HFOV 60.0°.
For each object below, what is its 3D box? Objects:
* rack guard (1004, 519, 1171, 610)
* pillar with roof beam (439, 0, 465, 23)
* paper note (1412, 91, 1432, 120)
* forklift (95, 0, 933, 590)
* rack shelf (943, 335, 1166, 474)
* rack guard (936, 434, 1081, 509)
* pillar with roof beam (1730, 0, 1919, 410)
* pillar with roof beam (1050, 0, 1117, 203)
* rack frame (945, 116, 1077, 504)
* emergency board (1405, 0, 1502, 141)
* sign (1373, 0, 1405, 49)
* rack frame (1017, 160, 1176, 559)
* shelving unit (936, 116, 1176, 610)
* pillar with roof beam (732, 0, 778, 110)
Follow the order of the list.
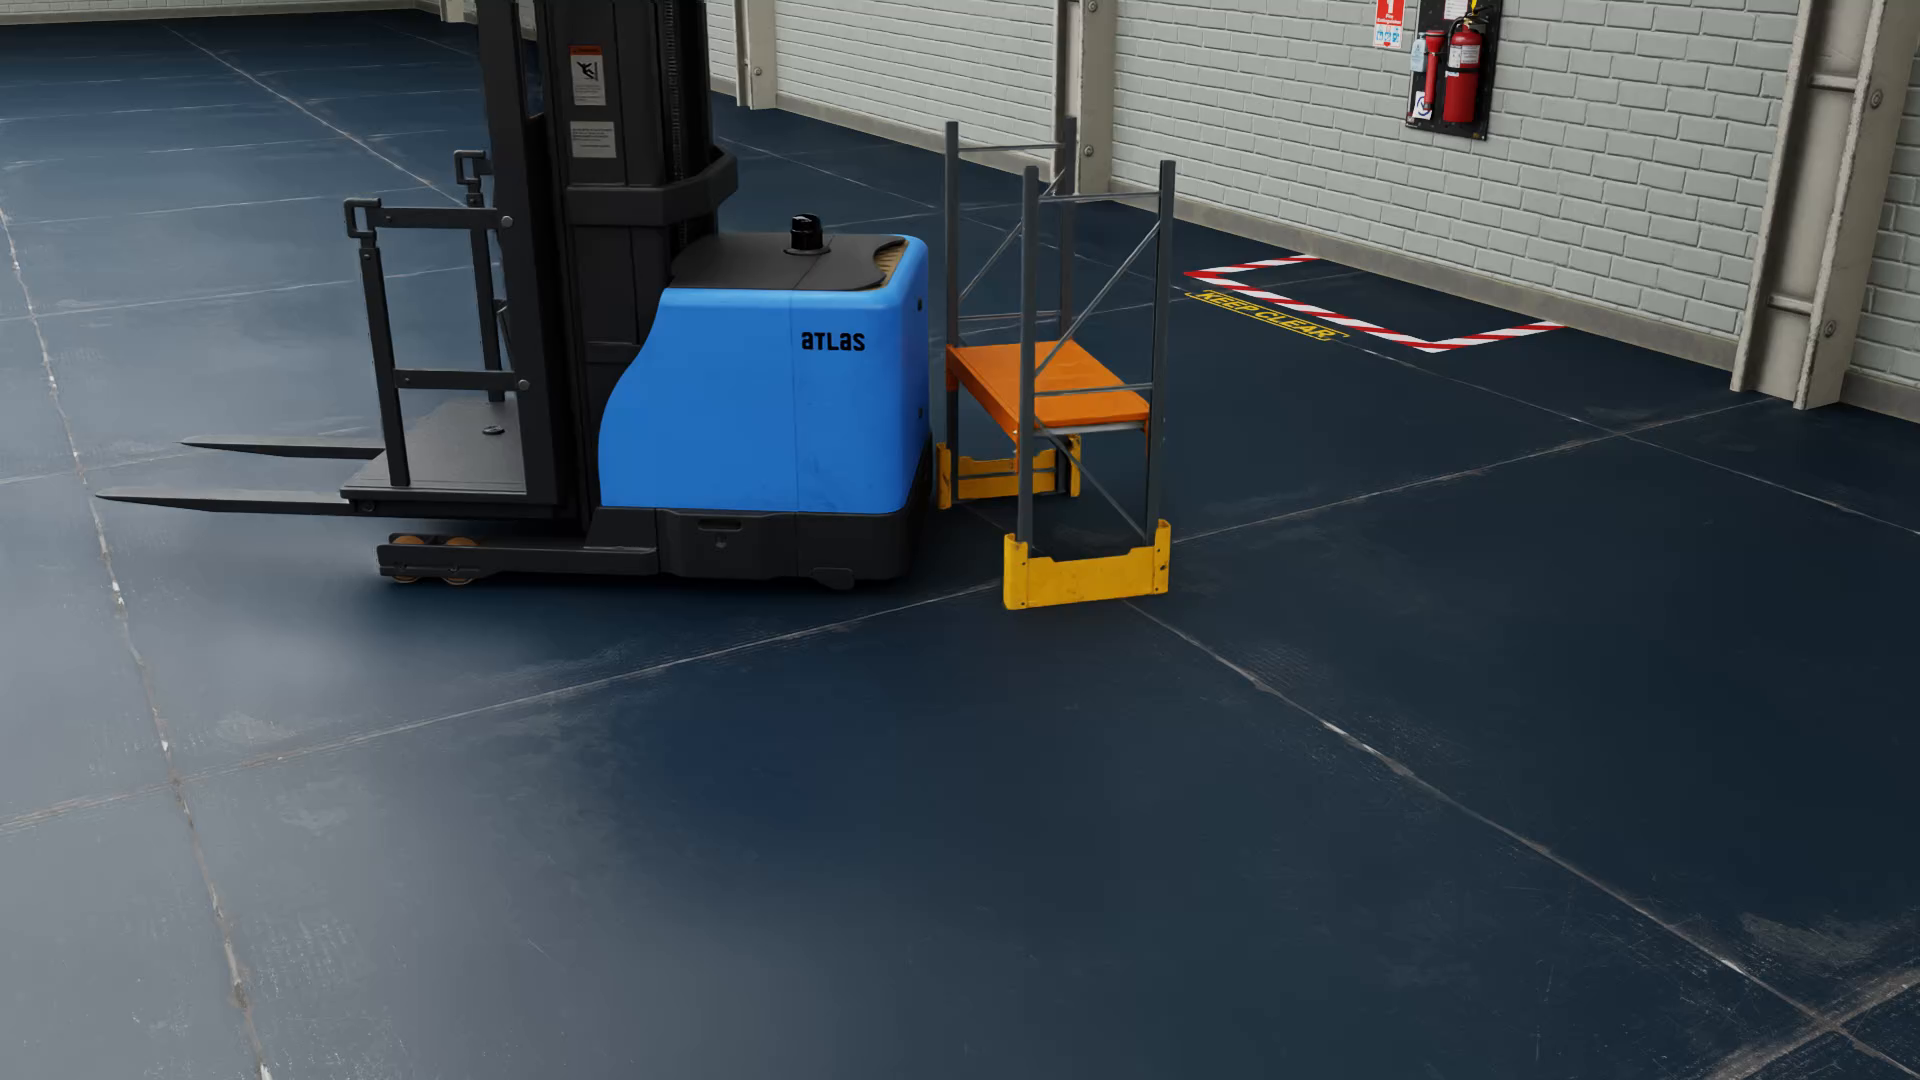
[{"bbox_3d":[0.442,0.084,5.773,0.587,0.250,0.087,-5,23,-13],"label":"rack guard"},{"bbox_3d":[-11.969,-11.813,23.424,9.100,9.000,0.400,-13,25,-28],"label":"pillar with roof beam"},{"bbox_3d":[2.730,-2.563,9.802,0.016,0.148,0.142,-13,25,-28],"label":"paper note"},{"bbox_3d":[-1.653,-1.393,5.846,3.031,2.935,1.130,2,22,4],"label":"forklift"},{"bbox_3d":[0.317,-0.514,6.061,0.538,0.185,1.000,-5,23,-13],"label":"rack shelf"},{"bbox_3d":[0.196,-0.280,6.667,0.587,0.250,0.087,-5,23,-13],"label":"rack guard"},{"bbox_3d":[0.290,-4.044,4.310,9.100,9.000,0.400,-13,25,-28],"label":"pillar with roof beam"},{"bbox_3d":[-2.775,-5.986,9.088,9.100,9.000,0.400,-13,25,-28],"label":"pillar with roof beam"},{"bbox_3d":[0.191,-0.866,6.449,0.500,1.500,0.032,-5,23,-13],"label":"rack frame"},{"bbox_3d":[2.762,-2.900,9.463,0.194,1.169,0.643,-13,25,-28],"label":"emergency board"},{"bbox_3d":[2.568,-3.115,9.945,0.001,0.329,0.234,-13,25,-28],"label":"sign"},{"bbox_3d":[0.442,-0.495,5.537,0.500,1.500,0.032,-5,23,-13],"label":"rack frame"},{"bbox_3d":[0.319,-0.677,5.985,0.587,1.500,1.083,-5,23,-13],"label":"shelving unit"},{"bbox_3d":[-5.840,-7.928,13.867,9.100,9.000,0.400,-13,25,-28],"label":"pillar with roof beam"}]
